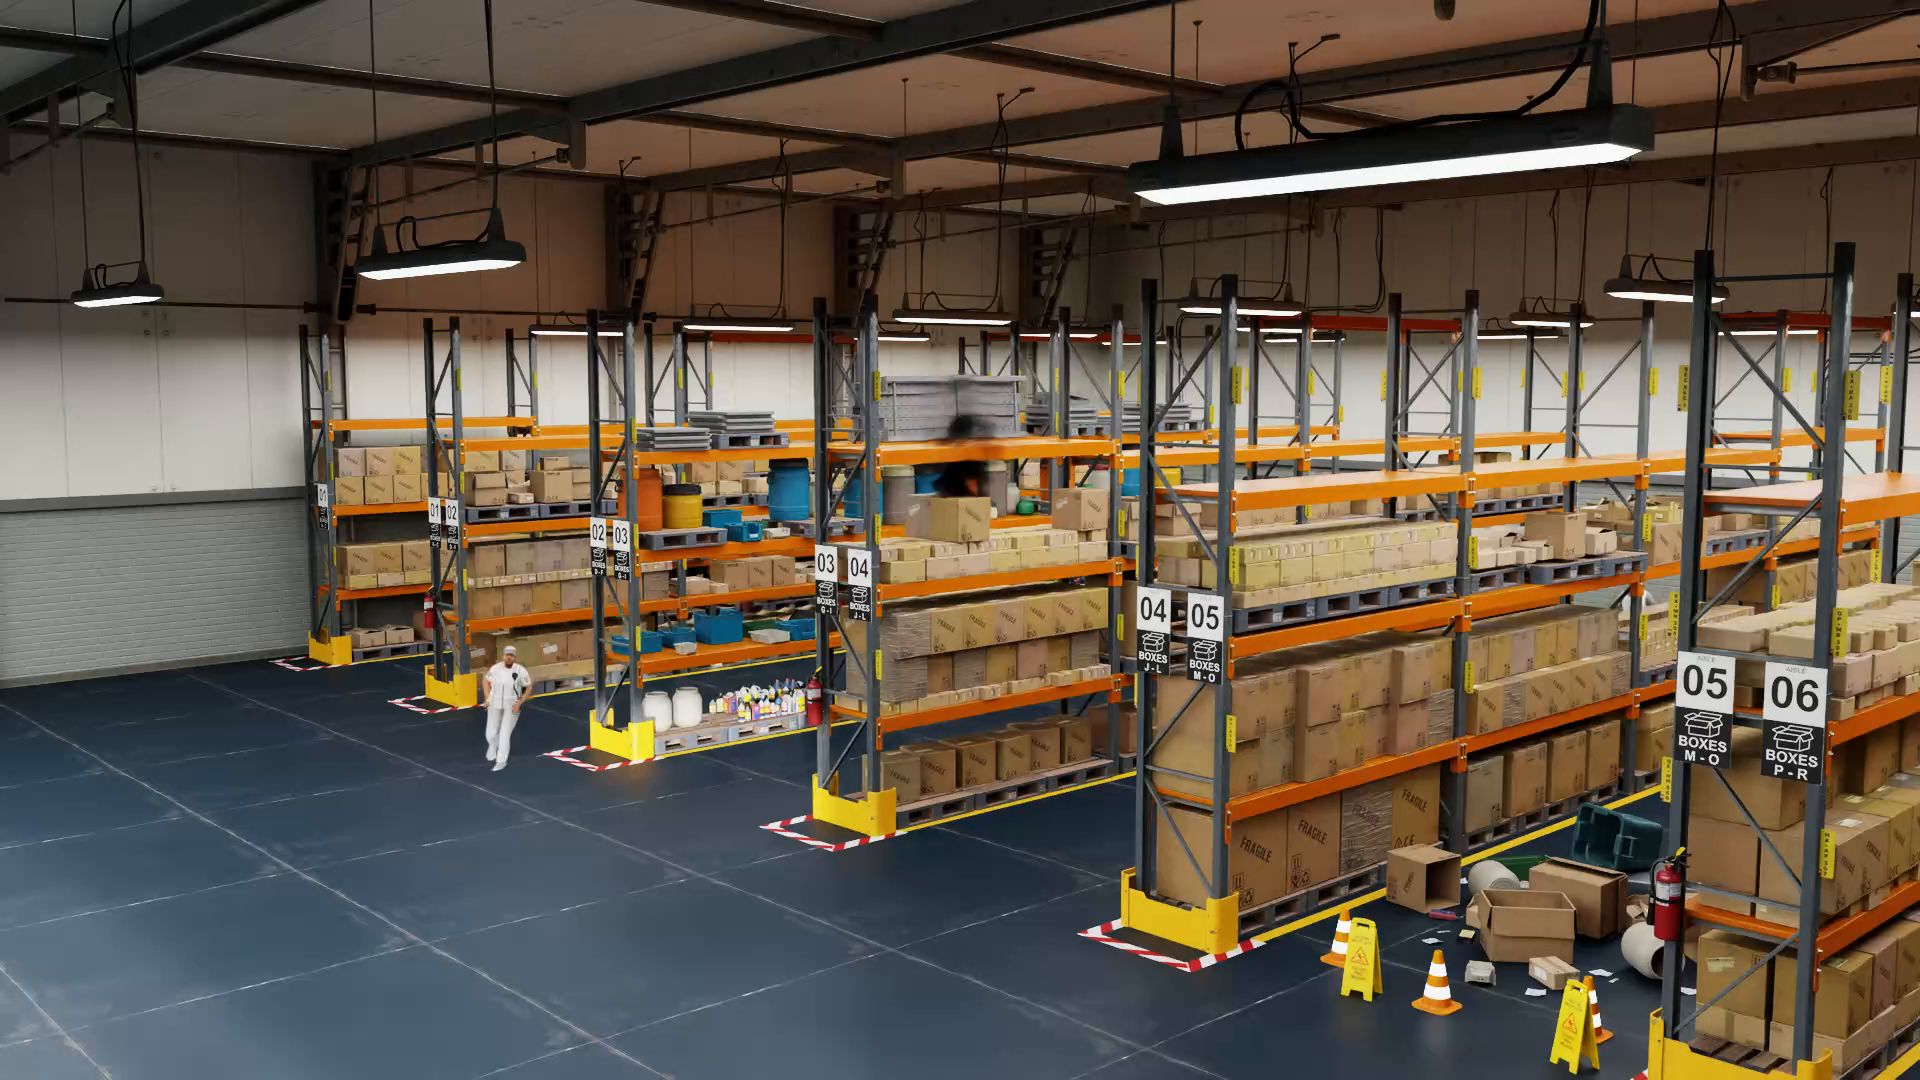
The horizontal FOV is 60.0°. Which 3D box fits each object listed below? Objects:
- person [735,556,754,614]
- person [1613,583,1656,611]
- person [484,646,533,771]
[{"bbox_3d":[-4.078,1.127,31.764,0.597,1.656,0.803,5,8,40],"label":"person"},{"bbox_3d":[11.498,1.455,28.334,0.681,1.704,0.556,2,6,18],"label":"person"},{"bbox_3d":[-5.914,2.180,21.758,0.656,1.617,0.521,0,6,-5],"label":"person"}]
